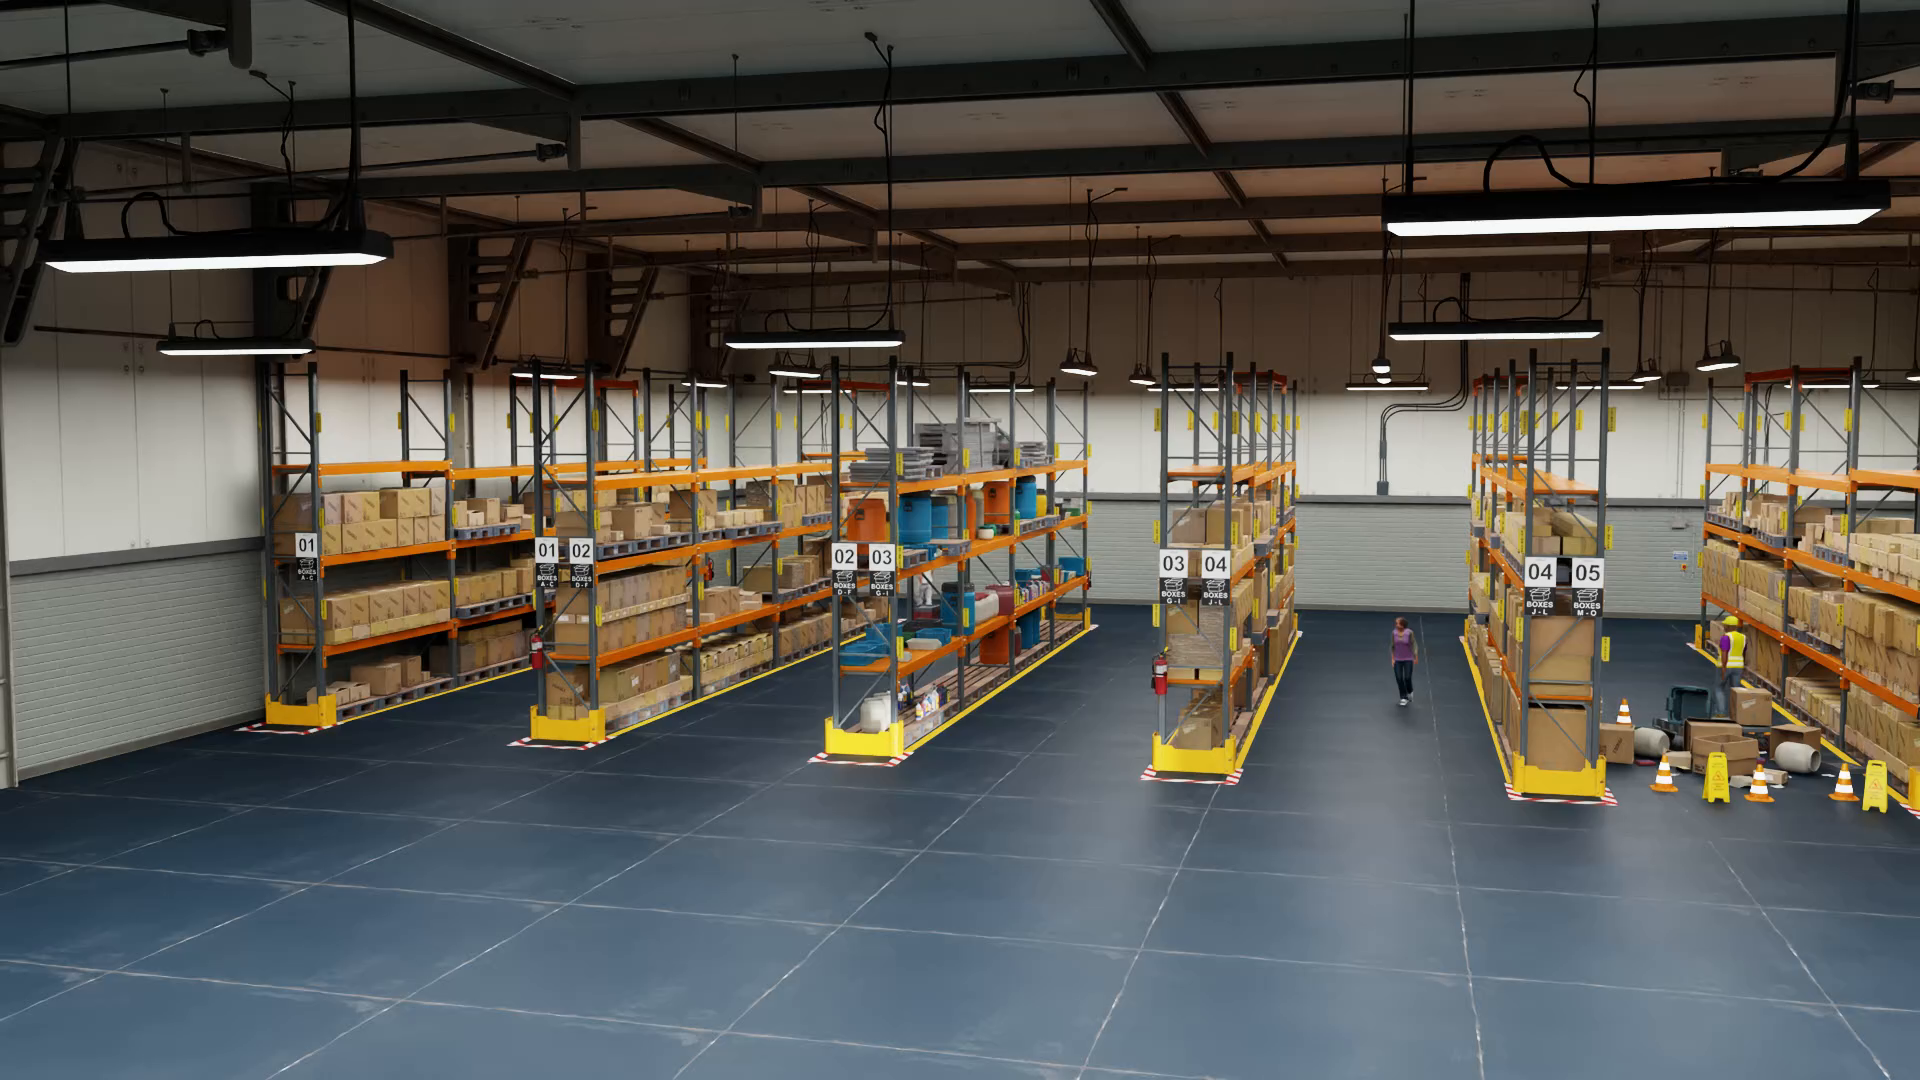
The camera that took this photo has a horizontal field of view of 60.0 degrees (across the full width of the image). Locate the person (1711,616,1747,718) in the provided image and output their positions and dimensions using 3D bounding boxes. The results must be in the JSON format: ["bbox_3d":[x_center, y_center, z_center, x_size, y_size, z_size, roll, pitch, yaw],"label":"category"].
[{"bbox_3d":[12.949,2.186,27.855,0.536,1.804,0.604,0,4,2],"label":"person"}]

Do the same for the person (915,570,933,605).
[{"bbox_3d":[-0.926,1.134,42.426,0.613,1.821,0.621,-4,5,-42],"label":"person"}]

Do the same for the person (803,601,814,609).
[{"bbox_3d":[-3.855,1.172,41.877,0.642,1.759,0.505,1,4,17],"label":"person"}]

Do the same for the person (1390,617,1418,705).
[{"bbox_3d":[7.899,2.142,29.567,0.497,1.579,0.455,2,5,29],"label":"person"}]
